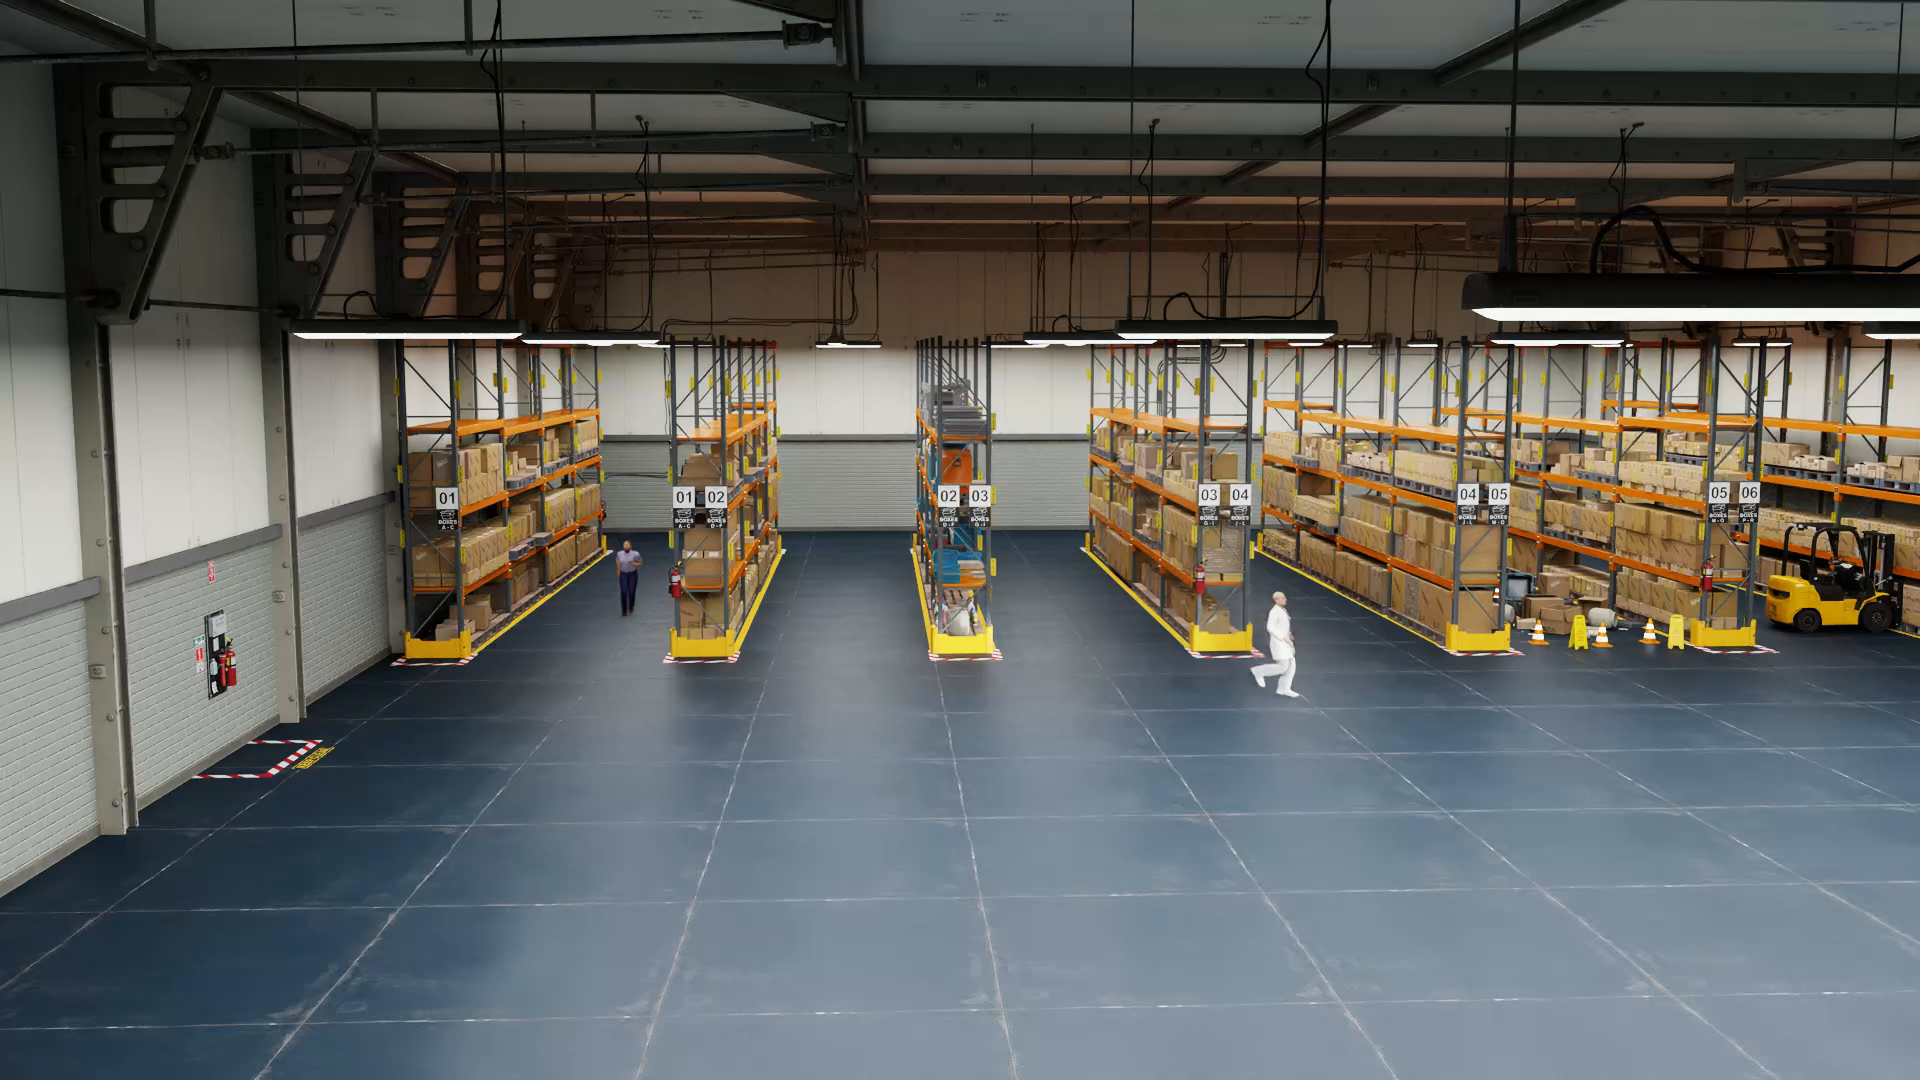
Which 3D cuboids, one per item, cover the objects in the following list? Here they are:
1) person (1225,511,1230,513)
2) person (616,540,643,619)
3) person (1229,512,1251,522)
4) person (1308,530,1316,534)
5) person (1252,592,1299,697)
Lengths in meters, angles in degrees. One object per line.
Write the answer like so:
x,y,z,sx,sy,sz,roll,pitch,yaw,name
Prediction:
7.565,-0.359,45.939,0.673,1.809,0.683,0,6,-3,person
-7.144,0.847,35.966,0.574,1.719,0.754,-1,7,-9,person
7.523,-0.244,44.976,0.660,1.769,0.676,0,7,4,person
10.451,-0.723,49.124,0.611,1.749,0.638,0,6,-3,person
5.278,1.728,27.704,0.782,1.751,0.710,3,7,23,person
